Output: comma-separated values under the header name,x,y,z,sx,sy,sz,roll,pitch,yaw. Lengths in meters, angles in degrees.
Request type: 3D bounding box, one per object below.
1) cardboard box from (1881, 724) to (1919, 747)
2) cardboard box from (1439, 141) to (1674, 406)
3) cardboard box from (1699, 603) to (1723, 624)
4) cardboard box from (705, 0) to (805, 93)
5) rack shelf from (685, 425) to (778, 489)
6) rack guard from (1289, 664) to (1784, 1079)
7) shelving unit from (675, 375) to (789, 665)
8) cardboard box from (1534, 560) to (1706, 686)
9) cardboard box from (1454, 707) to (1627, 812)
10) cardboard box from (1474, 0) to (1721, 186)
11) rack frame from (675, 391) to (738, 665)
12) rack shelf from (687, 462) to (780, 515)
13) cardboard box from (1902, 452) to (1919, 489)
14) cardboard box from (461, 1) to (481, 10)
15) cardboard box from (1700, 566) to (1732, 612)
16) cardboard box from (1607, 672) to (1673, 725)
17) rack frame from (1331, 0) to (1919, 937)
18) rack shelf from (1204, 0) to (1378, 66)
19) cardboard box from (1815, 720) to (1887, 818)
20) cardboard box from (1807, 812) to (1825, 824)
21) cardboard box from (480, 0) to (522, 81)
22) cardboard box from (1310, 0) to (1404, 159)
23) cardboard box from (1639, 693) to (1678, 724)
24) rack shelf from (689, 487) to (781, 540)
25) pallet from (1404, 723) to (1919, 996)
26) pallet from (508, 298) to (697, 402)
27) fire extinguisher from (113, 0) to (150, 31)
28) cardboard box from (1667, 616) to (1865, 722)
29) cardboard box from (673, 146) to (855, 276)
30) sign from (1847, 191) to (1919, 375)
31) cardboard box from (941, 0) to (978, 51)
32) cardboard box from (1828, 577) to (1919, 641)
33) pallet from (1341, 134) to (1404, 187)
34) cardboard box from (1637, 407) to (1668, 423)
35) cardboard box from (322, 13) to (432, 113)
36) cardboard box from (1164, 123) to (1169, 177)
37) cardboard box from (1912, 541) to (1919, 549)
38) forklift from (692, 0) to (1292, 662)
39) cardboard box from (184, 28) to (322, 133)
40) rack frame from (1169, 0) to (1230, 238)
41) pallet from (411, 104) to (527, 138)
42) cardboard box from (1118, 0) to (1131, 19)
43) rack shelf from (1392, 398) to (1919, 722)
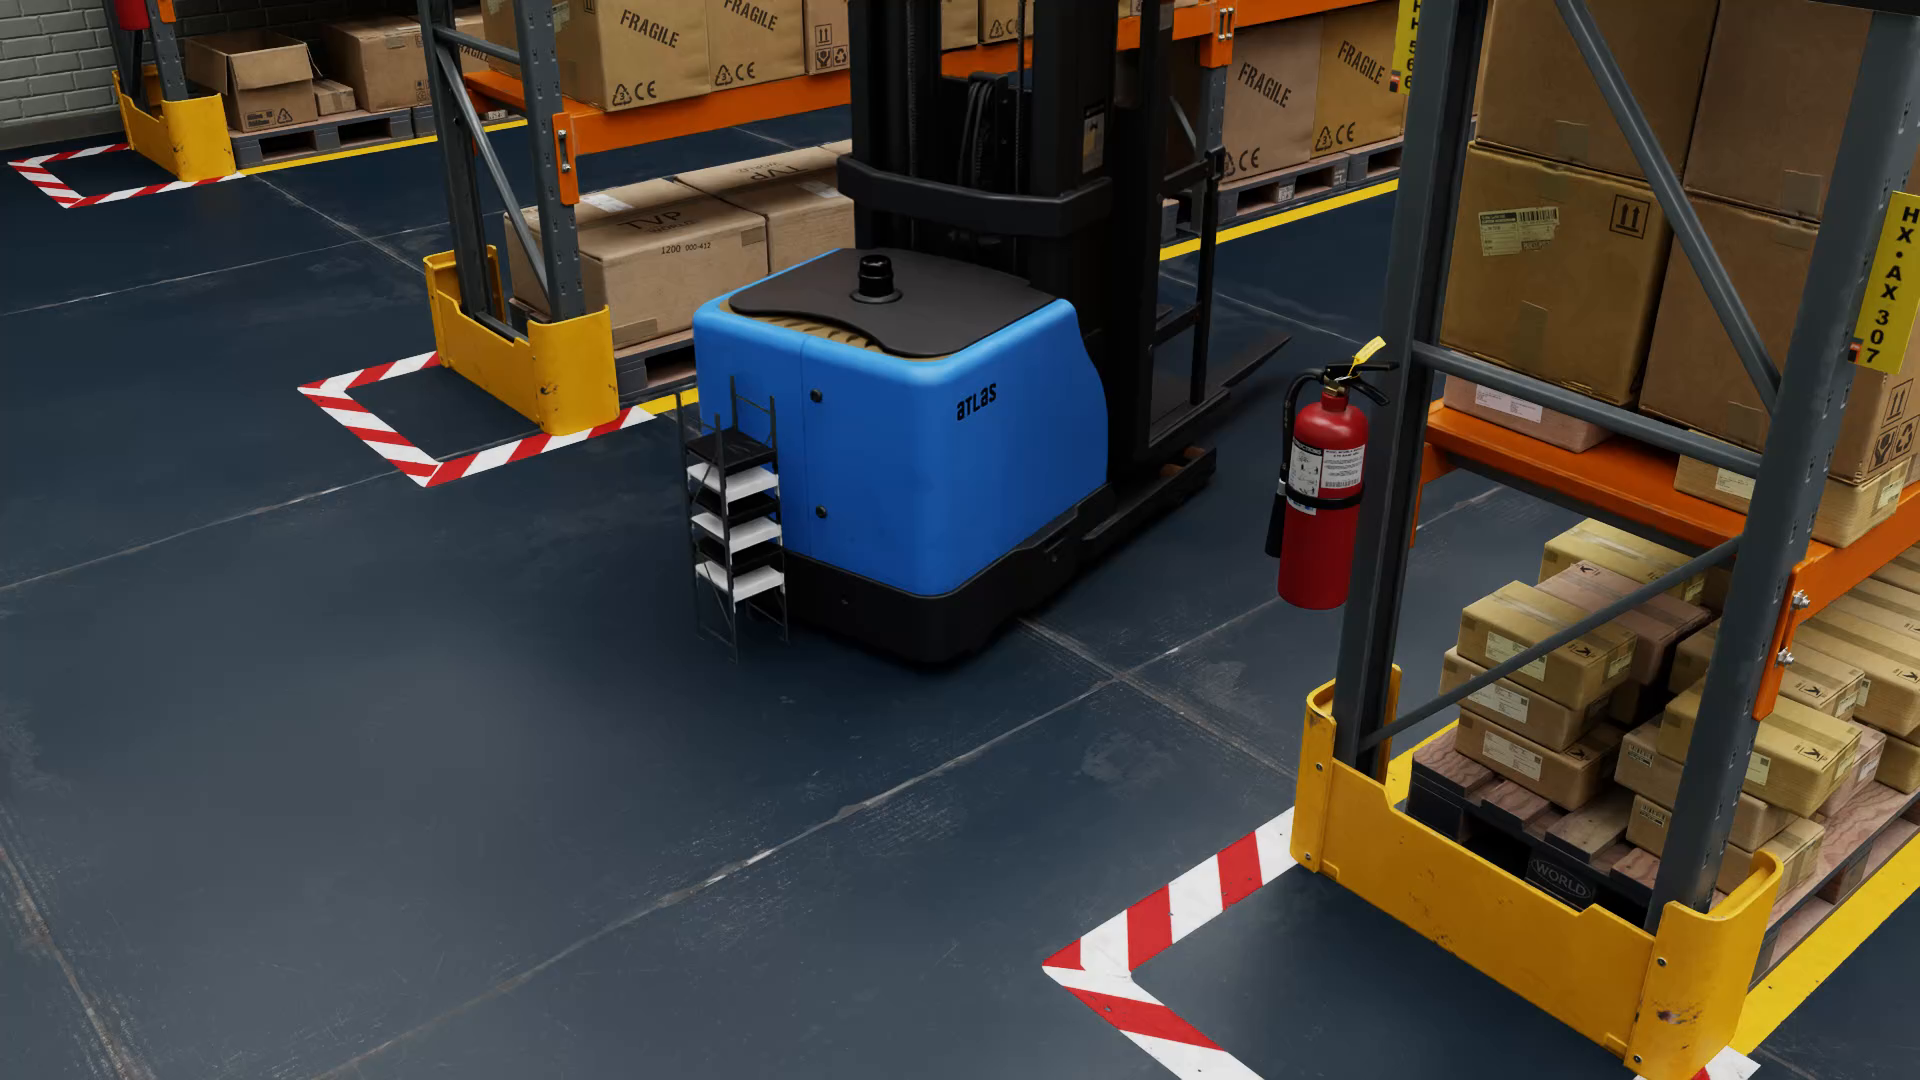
name,x,y,z,sx,sy,sz,roll,pitch,yaw
cardboard box,2.547,0.386,4.609,0.250,0.149,0.380,-21,34,-33
cardboard box,1.517,-0.682,3.922,0.500,0.500,0.500,-21,35,-34
cardboard box,2.224,0.195,4.966,0.250,0.149,0.380,-22,35,-35
cardboard box,-1.029,-2.274,7.216,0.500,0.500,0.500,-22,35,-36
rack shelf,-0.735,-0.267,5.292,0.200,0.077,0.258,-22,35,-35
rack guard,1.400,0.802,4.219,0.348,0.500,1.175,-22,35,-35
shelving unit,-0.735,-0.058,5.404,0.210,0.900,0.258,-22,35,-35
cardboard box,1.809,0.224,4.597,0.250,0.149,0.380,-21,35,-34
cardboard box,1.607,0.559,4.600,0.250,0.149,0.380,-21,35,-34
cardboard box,1.529,-1.123,3.685,0.500,0.500,0.500,-23,36,-36
rack frame,-0.811,-0.027,5.345,0.006,0.900,0.240,-22,35,-35
rack shelf,-0.735,-0.187,5.335,0.200,0.077,0.258,-22,35,-35
cardboard box,1.968,-0.241,3.784,0.250,0.149,0.380,-20,34,-33
cardboard box,-3.180,-3.601,12.012,0.500,0.500,0.700,-23,36,-37
cardboard box,2.161,0.042,4.936,0.250,0.149,0.380,-24,36,-37
cardboard box,1.792,0.339,4.696,0.250,0.149,0.380,-23,36,-36
rack frame,1.342,-0.277,3.586,0.127,3.000,1.000,-22,35,-35
rack shelf,2.617,-3.539,10.454,4.000,0.370,1.077,-22,35,-35
cardboard box,2.152,0.532,4.335,0.250,0.149,0.380,-22,35,-35
cardboard box,2.094,0.640,4.449,0.250,0.149,0.380,-22,35,-35
cardboard box,-1.752,-2.308,7.279,0.500,0.500,0.500,-22,35,-35
cardboard box,2.197,-2.990,10.472,0.875,0.875,0.875,-21,34,-34
cardboard box,1.994,0.394,4.909,0.250,0.149,0.380,-22,35,-35
rack shelf,-0.735,-0.108,5.377,0.200,0.077,0.258,-22,35,-35
pallet,2.041,0.694,4.728,1.213,0.211,1.003,-22,35,-35
pallet,-1.390,-1.064,8.017,1.213,0.211,1.003,-22,35,-35
fire extinguisher,-4.984,-3.390,9.889,0.183,0.674,0.296,-22,35,-35
cardboard box,2.093,0.367,4.329,0.250,0.149,0.380,-21,35,-34
cardboard box,-0.820,-1.597,8.329,0.875,0.438,0.875,-21,34,-34
sign,1.694,-0.464,3.018,0.005,0.325,0.100,-22,35,-35
cardboard box,-0.261,-2.582,7.793,0.500,0.500,0.500,-21,34,-33
cardboard box,2.503,0.230,4.585,0.250,0.149,0.380,-24,36,-37
pallet,2.562,-2.653,10.991,1.213,0.211,1.003,-22,35,-35
cardboard box,1.620,-0.430,4.139,0.250,0.149,0.380,-22,35,-35
cardboard box,-3.970,-3.283,11.418,0.500,0.500,0.700,-20,34,-33
cardboard box,0.548,-2.146,9.357,0.875,0.438,0.875,-22,35,-36
cardboard box,2.950,0.085,4.857,0.250,0.149,0.380,-21,35,-34
forklift,0.367,-1.541,6.023,1.130,2.935,3.031,18,33,30
cardboard box,-4.645,-3.037,10.954,0.637,0.503,0.797,-24,36,-37
rack frame,1.095,-3.245,9.139,0.127,3.000,1.000,-22,35,-35
pallet,-3.581,-3.208,12.030,1.213,0.211,1.003,-22,35,-35
cardboard box,0.521,-2.896,8.380,0.500,0.500,0.500,-23,36,-36
rack shelf,2.864,-0.572,4.900,4.000,0.370,1.077,-22,35,-35
